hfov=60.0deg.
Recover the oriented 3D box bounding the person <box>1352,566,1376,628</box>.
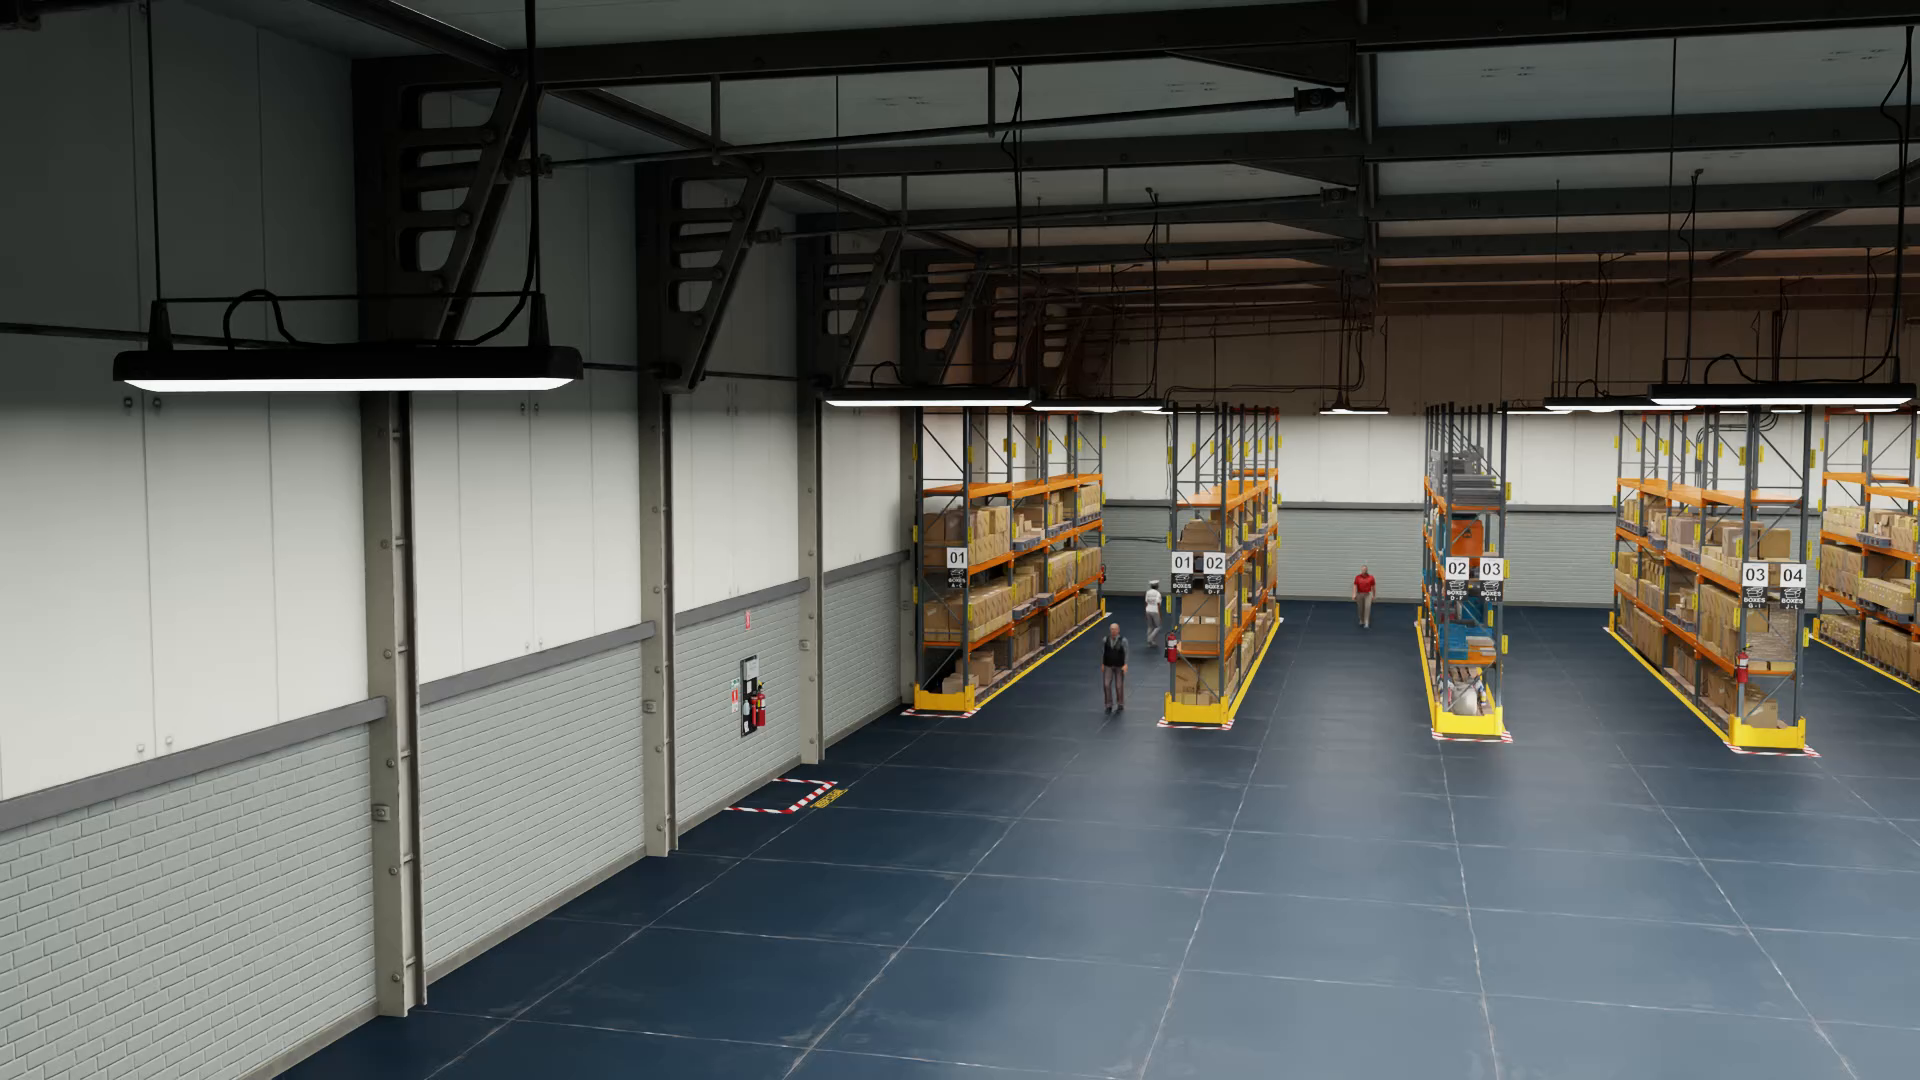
[{"bbox_3d":[10.986,1.527,45.209,0.598,1.655,1.077,1,4,17],"label":"person"}]

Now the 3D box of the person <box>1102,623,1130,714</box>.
[{"bbox_3d":[3.010,2.497,32.279,0.580,1.766,0.580,1,4,19],"label":"person"}]

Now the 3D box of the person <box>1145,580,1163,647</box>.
[{"bbox_3d":[4.771,1.839,41.328,0.517,1.667,0.493,-4,6,-41],"label":"person"}]
